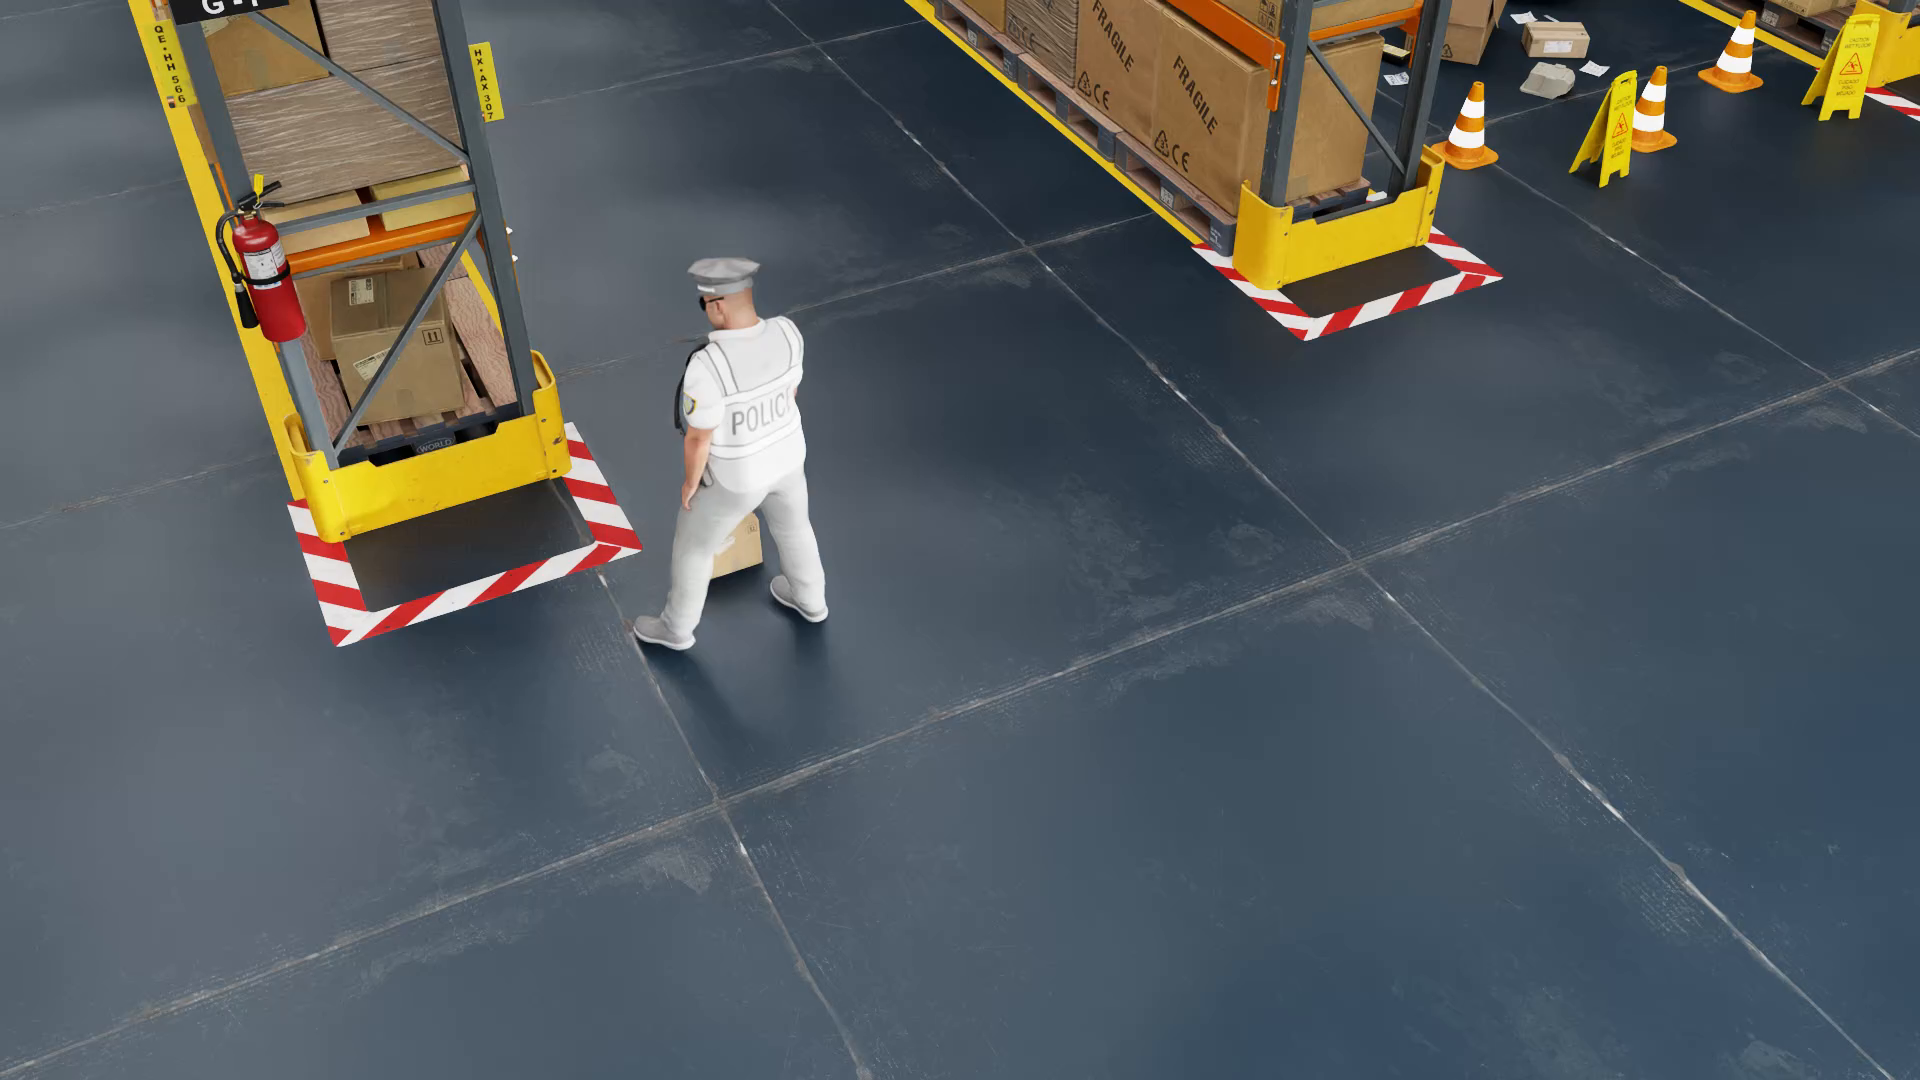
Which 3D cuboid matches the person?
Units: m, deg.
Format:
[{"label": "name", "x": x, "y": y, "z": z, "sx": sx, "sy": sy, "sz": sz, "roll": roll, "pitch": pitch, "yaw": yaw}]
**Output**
[{"label": "person", "x": -0.947, "y": -0.299, "z": 6.486, "sx": 0.738, "sy": 1.742, "sz": 0.549, "roll": -30, "pitch": 49, "yaw": -30}]
